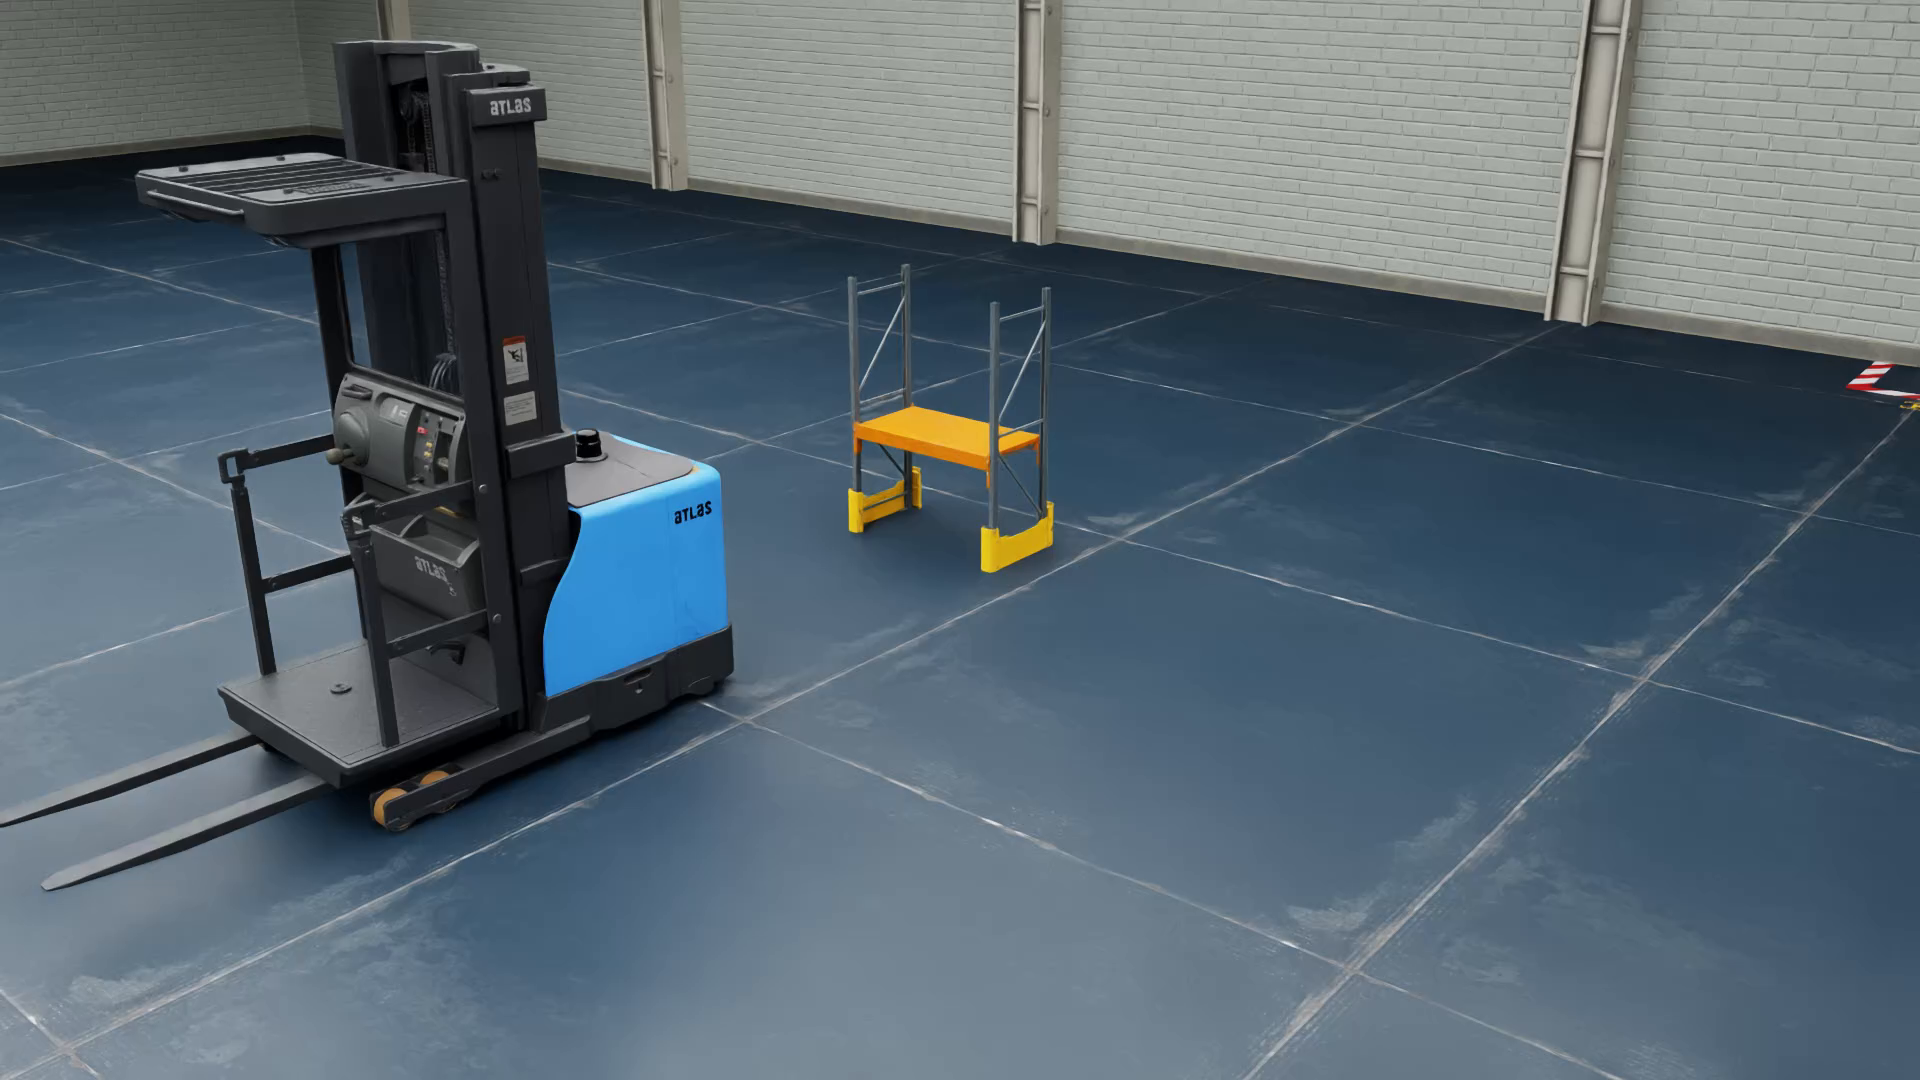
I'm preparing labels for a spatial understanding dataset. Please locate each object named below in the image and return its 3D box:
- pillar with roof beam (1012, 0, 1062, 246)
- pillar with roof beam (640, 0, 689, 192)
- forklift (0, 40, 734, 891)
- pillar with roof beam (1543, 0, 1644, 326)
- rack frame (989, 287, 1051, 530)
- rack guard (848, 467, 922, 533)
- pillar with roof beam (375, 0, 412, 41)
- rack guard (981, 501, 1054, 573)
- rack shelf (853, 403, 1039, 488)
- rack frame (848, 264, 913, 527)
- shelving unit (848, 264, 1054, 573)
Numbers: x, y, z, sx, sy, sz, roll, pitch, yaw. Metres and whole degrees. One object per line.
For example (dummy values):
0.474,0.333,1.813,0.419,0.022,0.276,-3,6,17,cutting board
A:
-1.895,-6.341,13.729,0.400,9.000,9.100,16,26,36,pillar with roof beam
-6.544,-7.679,17.279,0.400,9.000,9.100,16,26,36,pillar with roof beam
-2.422,-0.417,6.621,1.130,2.935,3.031,18,27,39,forklift
2.753,-5.002,10.179,0.400,9.000,9.100,16,26,36,pillar with roof beam
0.328,-0.607,9.153,0.032,1.500,0.500,16,26,36,rack frame
-0.445,-0.245,9.964,0.087,0.250,0.587,16,26,36,rack guard
-11.192,-9.018,20.829,0.400,9.000,9.100,16,26,36,pillar with roof beam
0.327,-0.023,9.375,0.087,0.250,0.587,16,26,36,rack guard
-0.066,-0.552,9.517,1.000,0.185,0.538,16,26,36,rack shelf
-0.460,-0.834,9.755,0.032,1.500,0.500,16,26,36,rack frame
-0.059,-0.719,9.449,1.083,1.500,0.587,16,26,36,shelving unit
